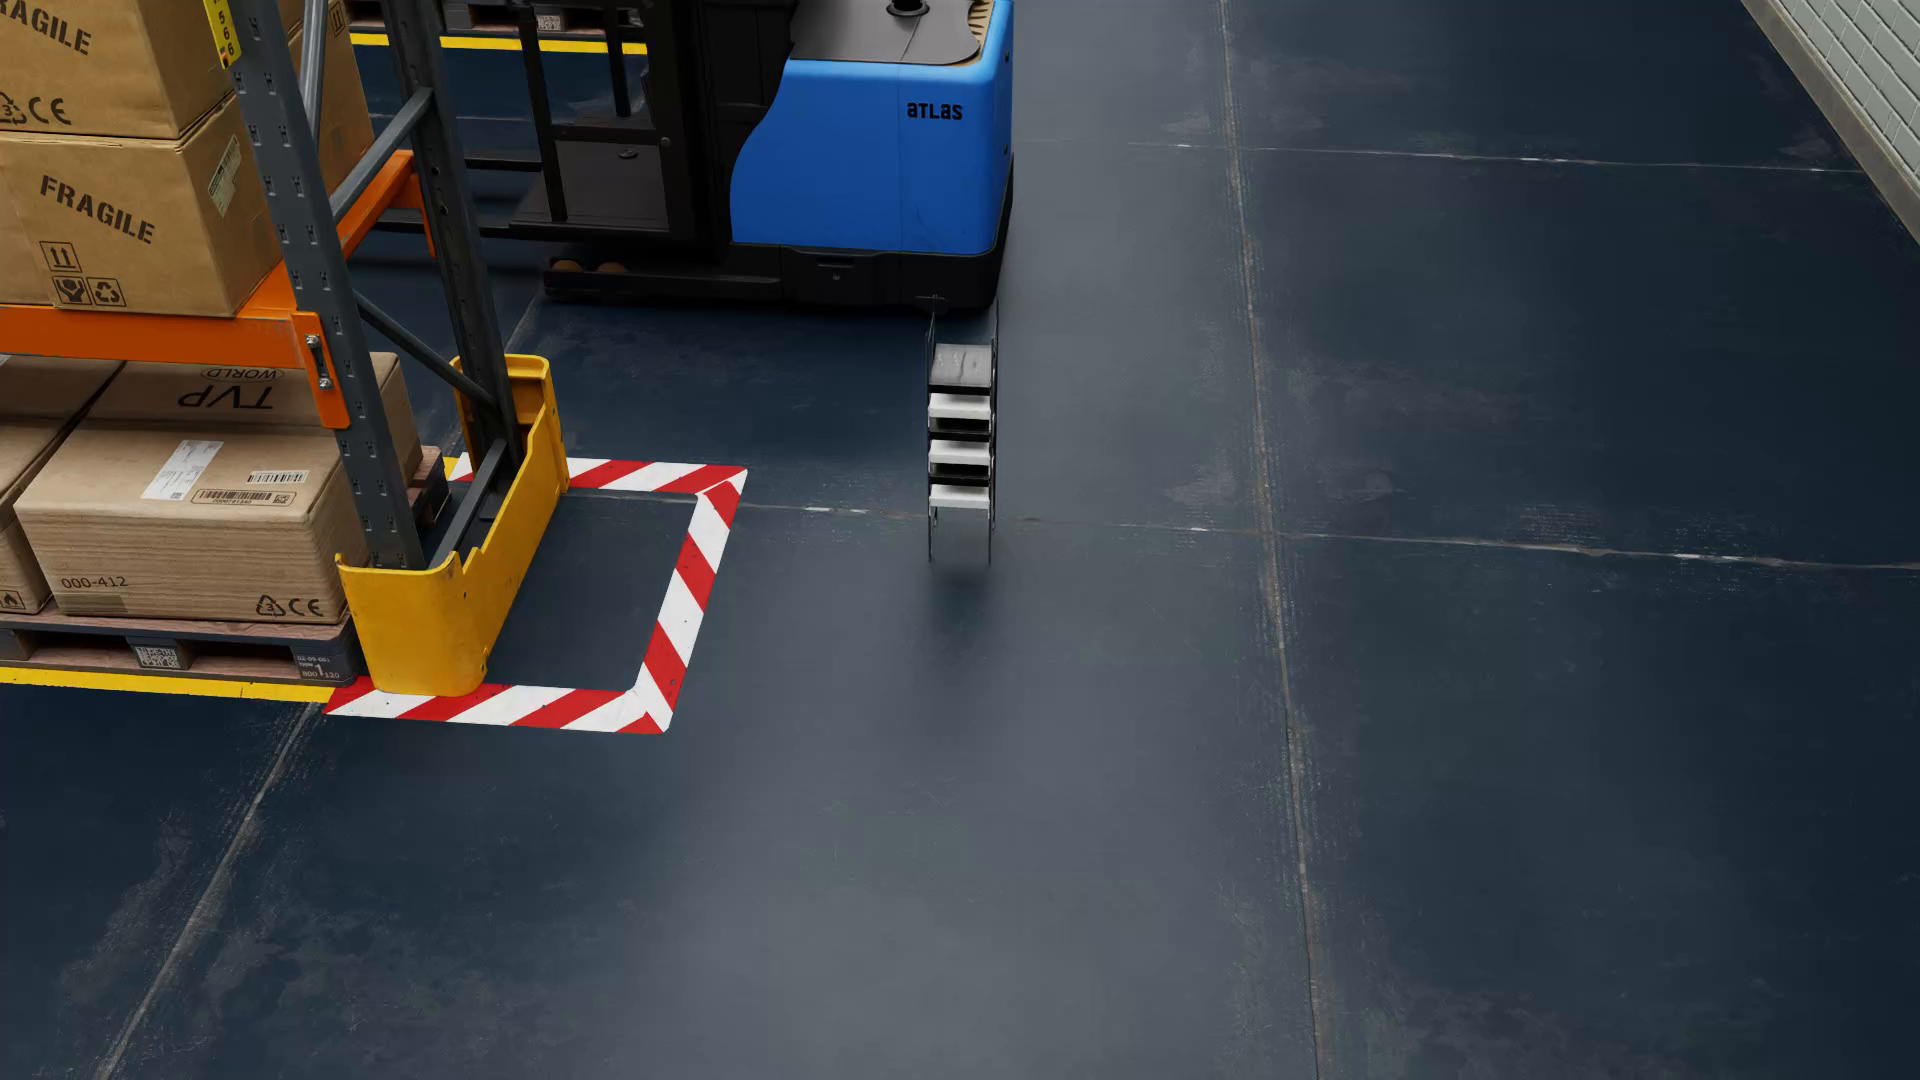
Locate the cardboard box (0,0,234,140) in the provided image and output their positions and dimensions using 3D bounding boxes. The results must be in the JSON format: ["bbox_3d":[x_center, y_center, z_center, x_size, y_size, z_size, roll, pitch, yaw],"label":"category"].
[{"bbox_3d":[-2.148,-1.354,4.167,0.500,0.500,0.500,4,39,5],"label":"cardboard box"}]

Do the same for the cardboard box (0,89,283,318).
[{"bbox_3d":[-2.151,-0.950,4.462,0.500,0.500,0.500,3,39,4],"label":"cardboard box"}]

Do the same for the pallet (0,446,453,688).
[{"bbox_3d":[-2.451,0.036,5.539,1.213,0.211,1.003,3,39,4],"label":"pallet"}]

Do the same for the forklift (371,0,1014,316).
[{"bbox_3d":[-1.314,-2.454,6.443,3.031,2.935,1.130,4,39,5],"label":"forklift"}]

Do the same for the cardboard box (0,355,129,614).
[{"bbox_3d":[-3.226,-0.238,5.363,0.875,0.438,0.875,4,39,5],"label":"cardboard box"}]

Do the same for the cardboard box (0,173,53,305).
[{"bbox_3d":[-2.650,-0.987,4.507,0.500,0.500,0.500,2,39,3],"label":"cardboard box"}]

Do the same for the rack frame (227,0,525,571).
[{"bbox_3d":[-1.647,-1.051,4.665,0.127,3.000,1.000,3,39,4],"label":"rack frame"}]

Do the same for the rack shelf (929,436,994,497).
[{"bbox_3d":[0.008,-0.253,5.543,0.200,0.077,0.258,3,39,4],"label":"rack shelf"}]

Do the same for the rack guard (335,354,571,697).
[{"bbox_3d":[-1.624,-0.081,5.453,0.348,0.500,1.175,3,39,4],"label":"rack guard"}]

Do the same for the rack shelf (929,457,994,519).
[{"bbox_3d":[0.008,-0.183,5.600,0.200,0.077,0.258,3,39,4],"label":"rack shelf"}]

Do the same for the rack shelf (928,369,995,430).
[{"bbox_3d":[0.008,-0.462,5.373,0.200,0.077,0.258,3,39,4],"label":"rack shelf"}]

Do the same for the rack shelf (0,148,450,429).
[{"bbox_3d":[-3.640,-0.881,5.026,4.000,0.370,1.077,3,39,4],"label":"rack shelf"}]

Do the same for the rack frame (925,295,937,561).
[{"bbox_3d":[-0.093,-0.354,5.472,0.006,0.900,0.240,3,39,4],"label":"rack frame"}]

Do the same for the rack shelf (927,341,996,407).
[{"bbox_3d":[0.008,-0.532,5.316,0.200,0.077,0.258,3,39,4],"label":"rack shelf"}]

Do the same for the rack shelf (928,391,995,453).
[{"bbox_3d":[0.008,-0.392,5.430,0.200,0.077,0.258,3,39,4],"label":"rack shelf"}]

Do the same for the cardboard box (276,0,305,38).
[{"bbox_3d":[-2.101,-1.683,4.570,0.500,0.500,0.500,2,39,3],"label":"cardboard box"}]

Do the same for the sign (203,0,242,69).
[{"bbox_3d":[-1.708,-1.252,3.807,0.005,0.325,0.100,3,39,4],"label":"sign"}]

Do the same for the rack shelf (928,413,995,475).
[{"bbox_3d":[0.008,-0.323,5.486,0.200,0.077,0.258,3,39,4],"label":"rack shelf"}]

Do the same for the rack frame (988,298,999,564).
[{"bbox_3d":[0.109,-0.343,5.459,0.006,0.900,0.240,3,39,4],"label":"rack frame"}]

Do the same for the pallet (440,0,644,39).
[{"bbox_3d":[-2.203,-3.159,9.464,1.213,0.211,1.003,3,39,4],"label":"pallet"}]

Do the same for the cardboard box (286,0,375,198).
[{"bbox_3d":[-2.101,-1.297,4.888,0.500,0.500,0.500,3,39,3],"label":"cardboard box"}]

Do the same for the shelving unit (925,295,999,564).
[{"bbox_3d":[0.008,-0.349,5.465,0.210,0.900,0.258,3,39,4],"label":"shelving unit"}]

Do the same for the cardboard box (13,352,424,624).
[{"bbox_3d":[-2.314,-0.194,5.309,0.875,0.438,0.875,2,39,2],"label":"cardboard box"}]

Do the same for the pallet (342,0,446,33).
[{"bbox_3d":[-3.415,-3.227,9.548,1.213,0.211,1.003,3,39,4],"label":"pallet"}]
